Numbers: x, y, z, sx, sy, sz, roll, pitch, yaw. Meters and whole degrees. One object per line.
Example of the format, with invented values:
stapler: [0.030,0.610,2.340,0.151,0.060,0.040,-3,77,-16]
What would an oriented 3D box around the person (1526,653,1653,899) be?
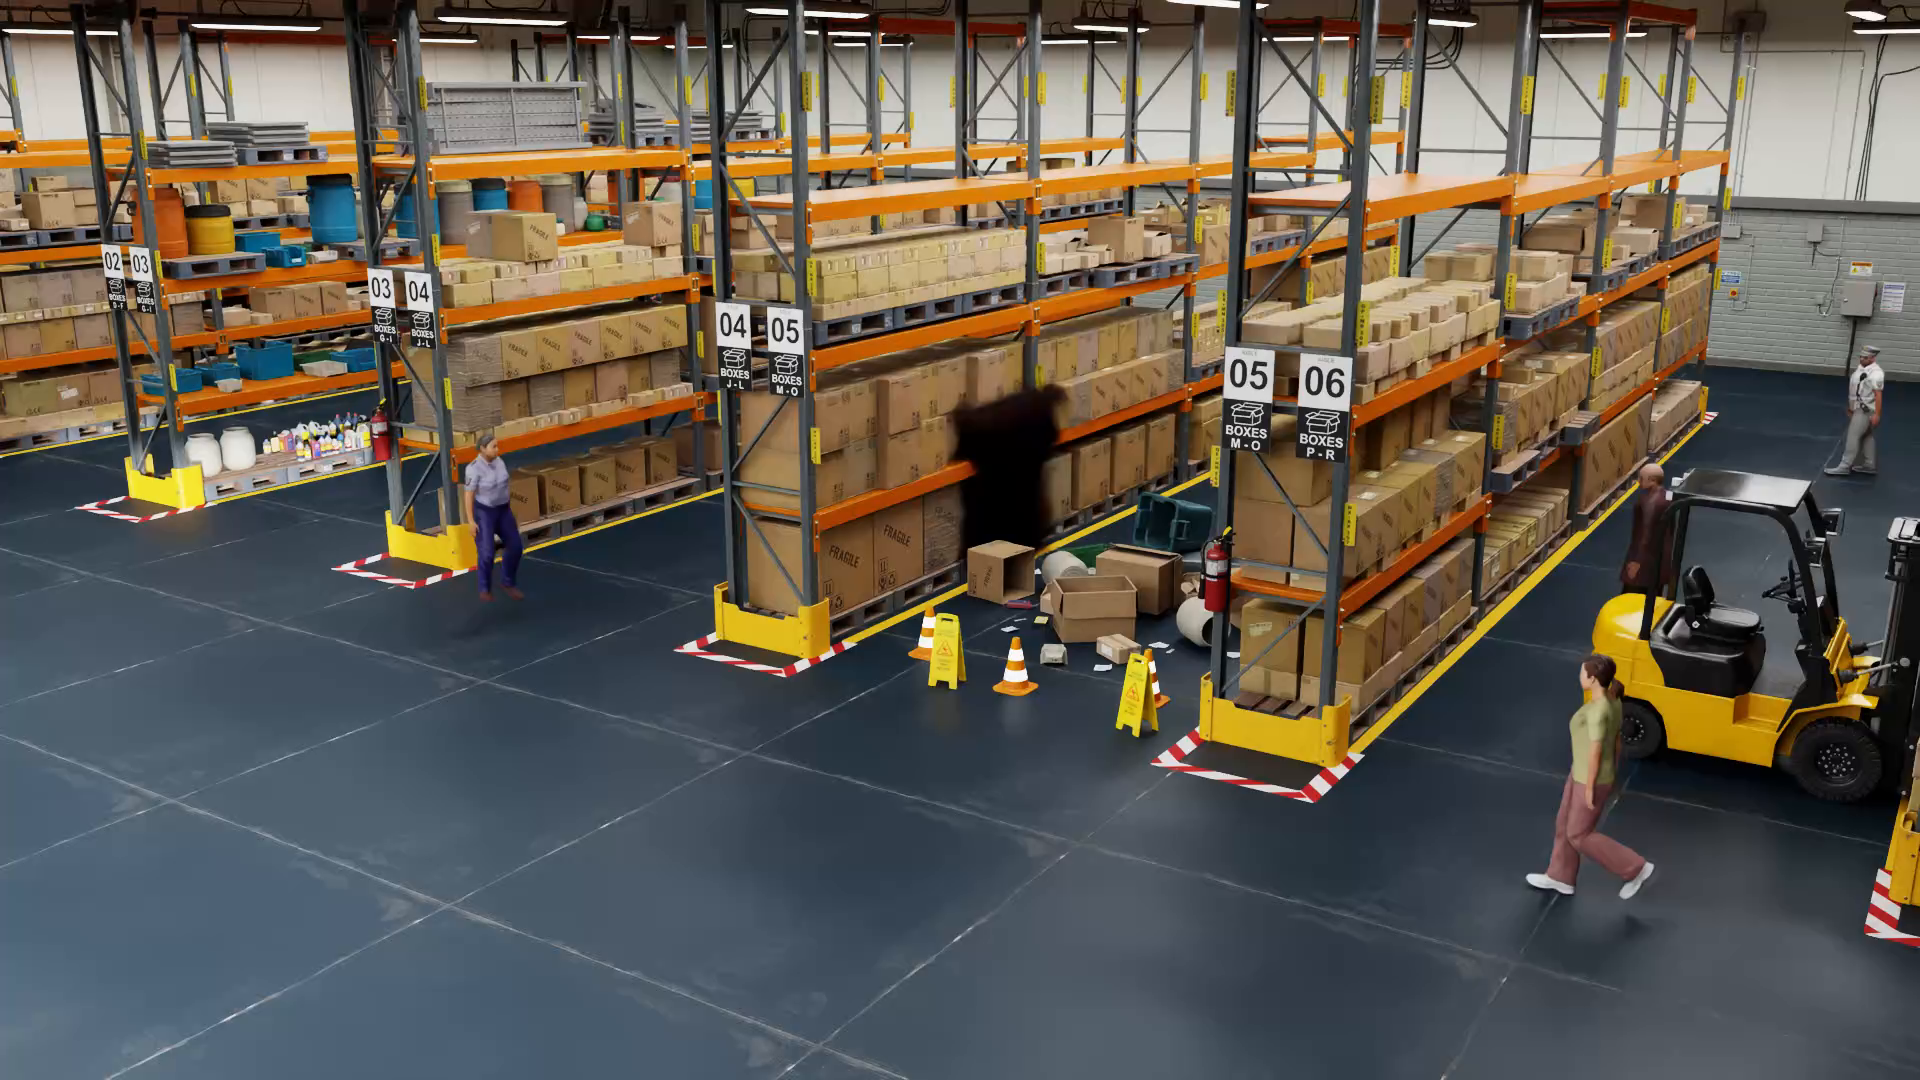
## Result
person: [4.074,1.529,10.595,0.731,1.661,0.453,4,16,14]

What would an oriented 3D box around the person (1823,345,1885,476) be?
person: [12.022,-1.745,22.261,0.639,1.742,0.581,7,17,24]

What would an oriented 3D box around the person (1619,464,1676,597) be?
person: [6.343,0.171,15.316,0.631,1.786,0.409,-7,17,-22]

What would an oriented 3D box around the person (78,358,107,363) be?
person: [-14.246,-3.111,27.195,0.724,1.795,0.679,-2,16,-8]

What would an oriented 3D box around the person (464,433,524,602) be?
person: [-4.523,-0.191,15.992,0.368,1.705,0.567,11,19,35]
